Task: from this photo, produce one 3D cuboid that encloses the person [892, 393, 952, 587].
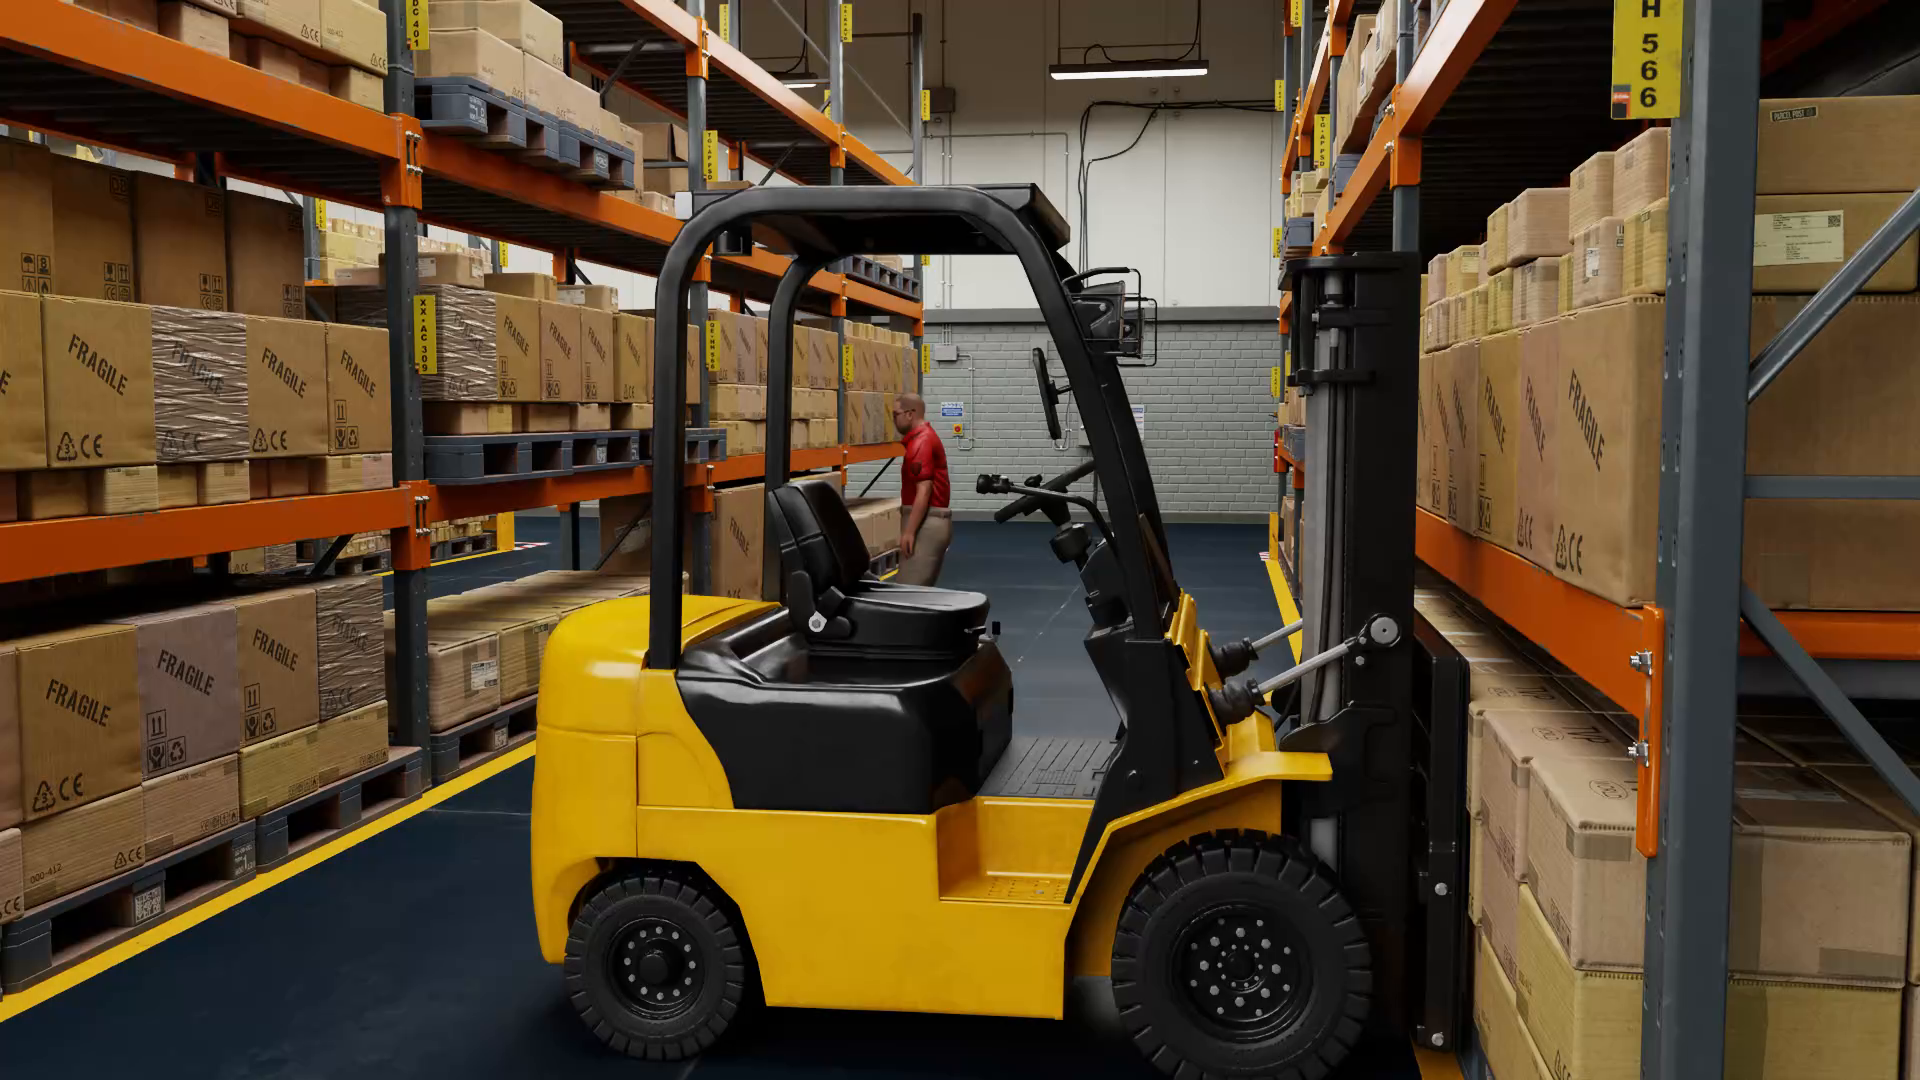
[{"bbox_3d":[-0.252,-0.047,10.329,0.390,1.727,0.578,1,4,7],"label":"person"}]
